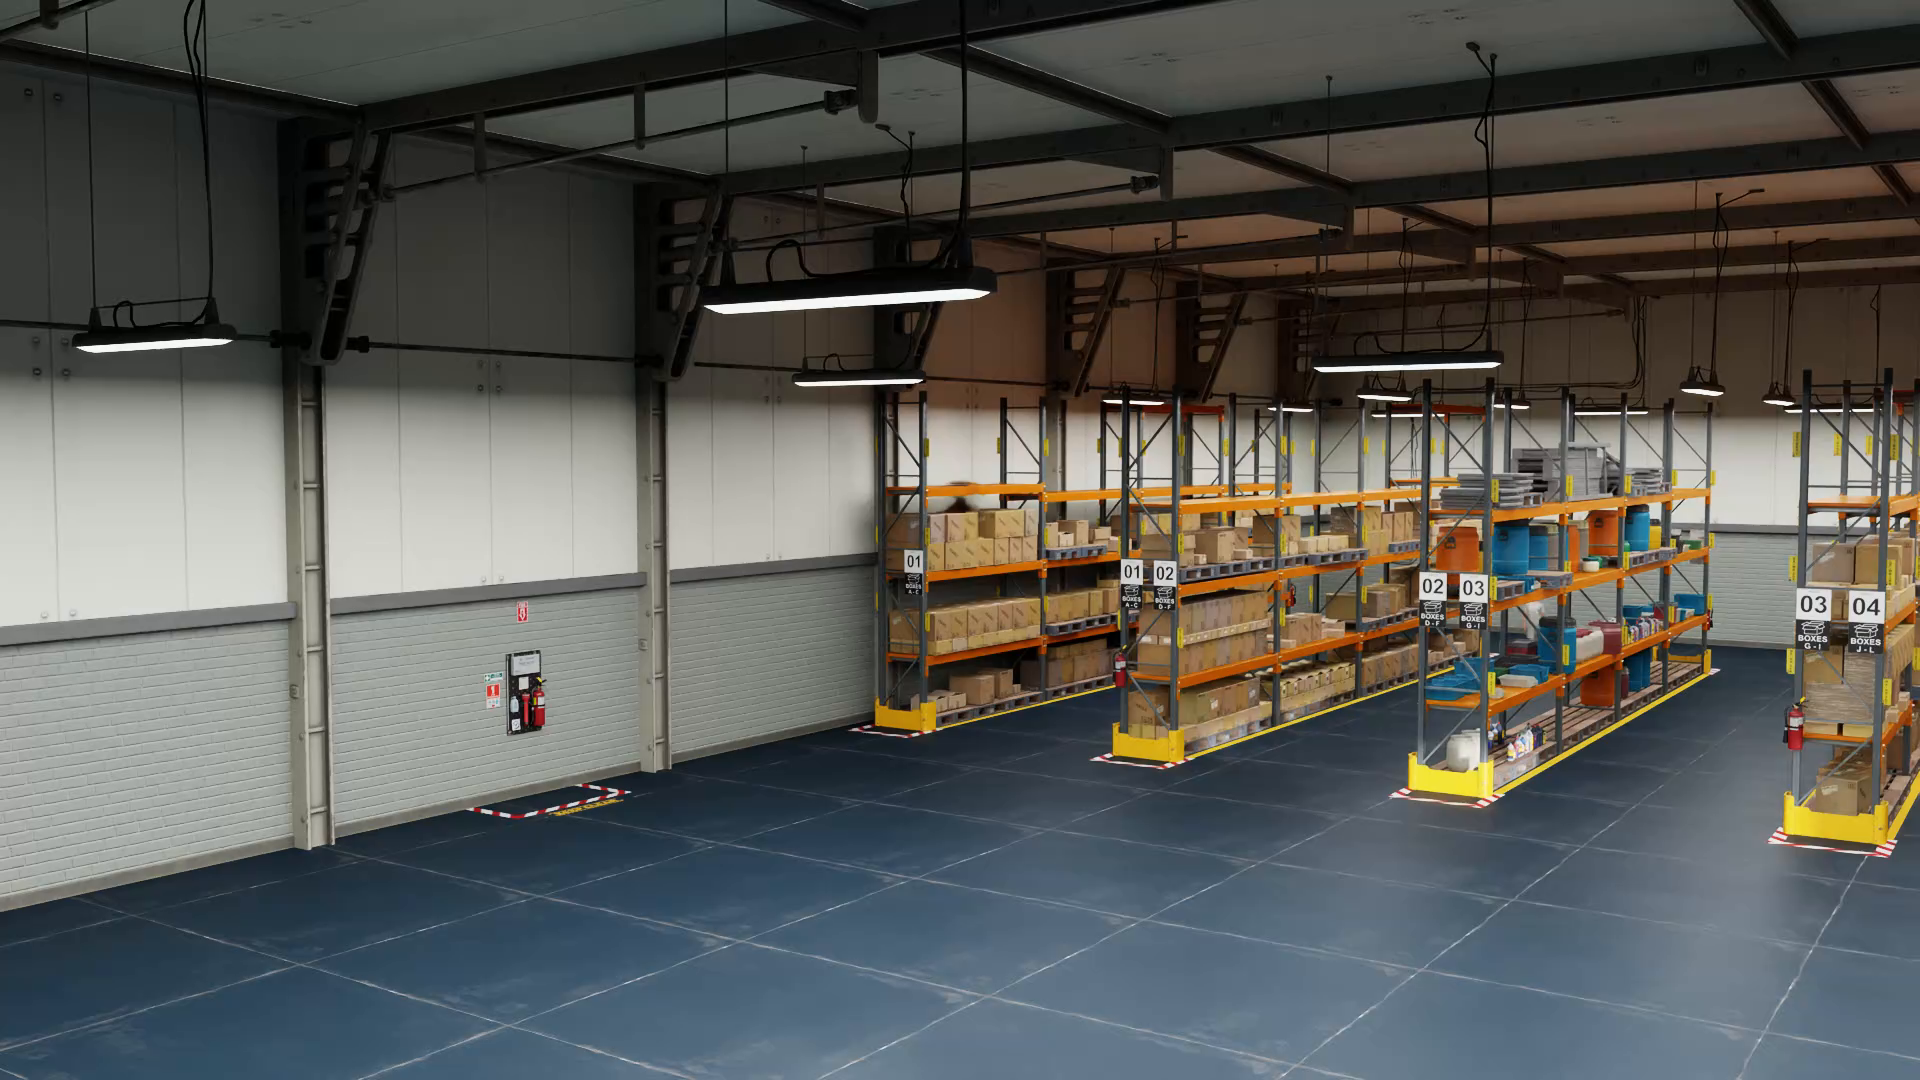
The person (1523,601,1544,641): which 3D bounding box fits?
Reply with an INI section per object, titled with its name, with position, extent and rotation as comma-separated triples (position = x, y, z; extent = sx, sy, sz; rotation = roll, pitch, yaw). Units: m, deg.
[person]
position = 13.420, 2.019, 38.873
extent = 0.506, 1.660, 0.767
rotation = 1, 3, 10
